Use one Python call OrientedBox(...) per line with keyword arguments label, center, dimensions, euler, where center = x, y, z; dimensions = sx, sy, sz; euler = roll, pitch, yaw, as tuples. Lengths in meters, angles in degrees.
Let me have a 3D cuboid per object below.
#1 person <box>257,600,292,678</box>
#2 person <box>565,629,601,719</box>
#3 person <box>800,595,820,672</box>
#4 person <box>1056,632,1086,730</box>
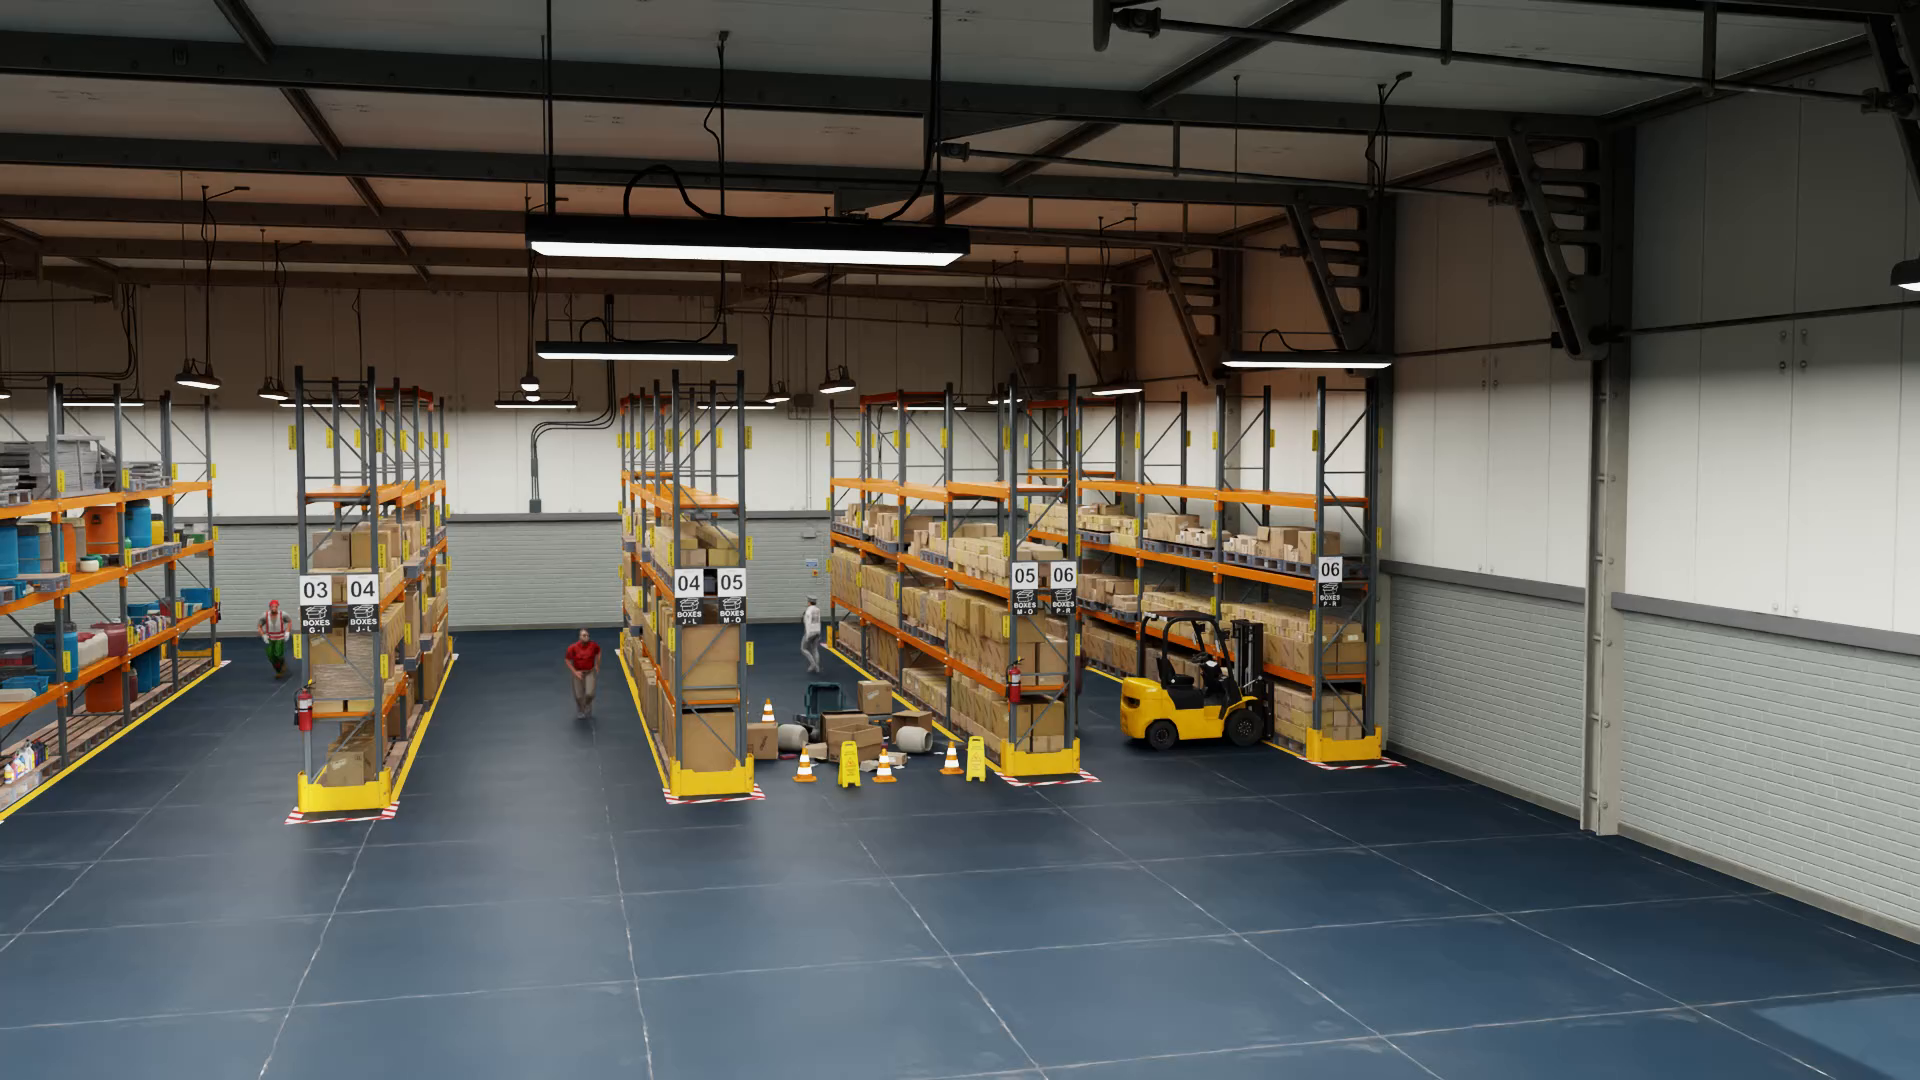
OrientedBox(label="person", center=(-14.420, 2.078, 34.994), dimensions=(0.635, 1.685, 0.632), euler=(0, 3, -5))
OrientedBox(label="person", center=(-6.762, 2.407, 29.862), dimensions=(0.635, 1.639, 0.651), euler=(-1, 3, -12))
OrientedBox(label="person", center=(-3.177, 2.020, 35.891), dimensions=(0.413, 1.683, 0.524), euler=(2, 4, 31))
OrientedBox(label="person", center=(1.916, 2.436, 28.990), dimensions=(0.666, 1.683, 0.838), euler=(-1, 3, -12))
